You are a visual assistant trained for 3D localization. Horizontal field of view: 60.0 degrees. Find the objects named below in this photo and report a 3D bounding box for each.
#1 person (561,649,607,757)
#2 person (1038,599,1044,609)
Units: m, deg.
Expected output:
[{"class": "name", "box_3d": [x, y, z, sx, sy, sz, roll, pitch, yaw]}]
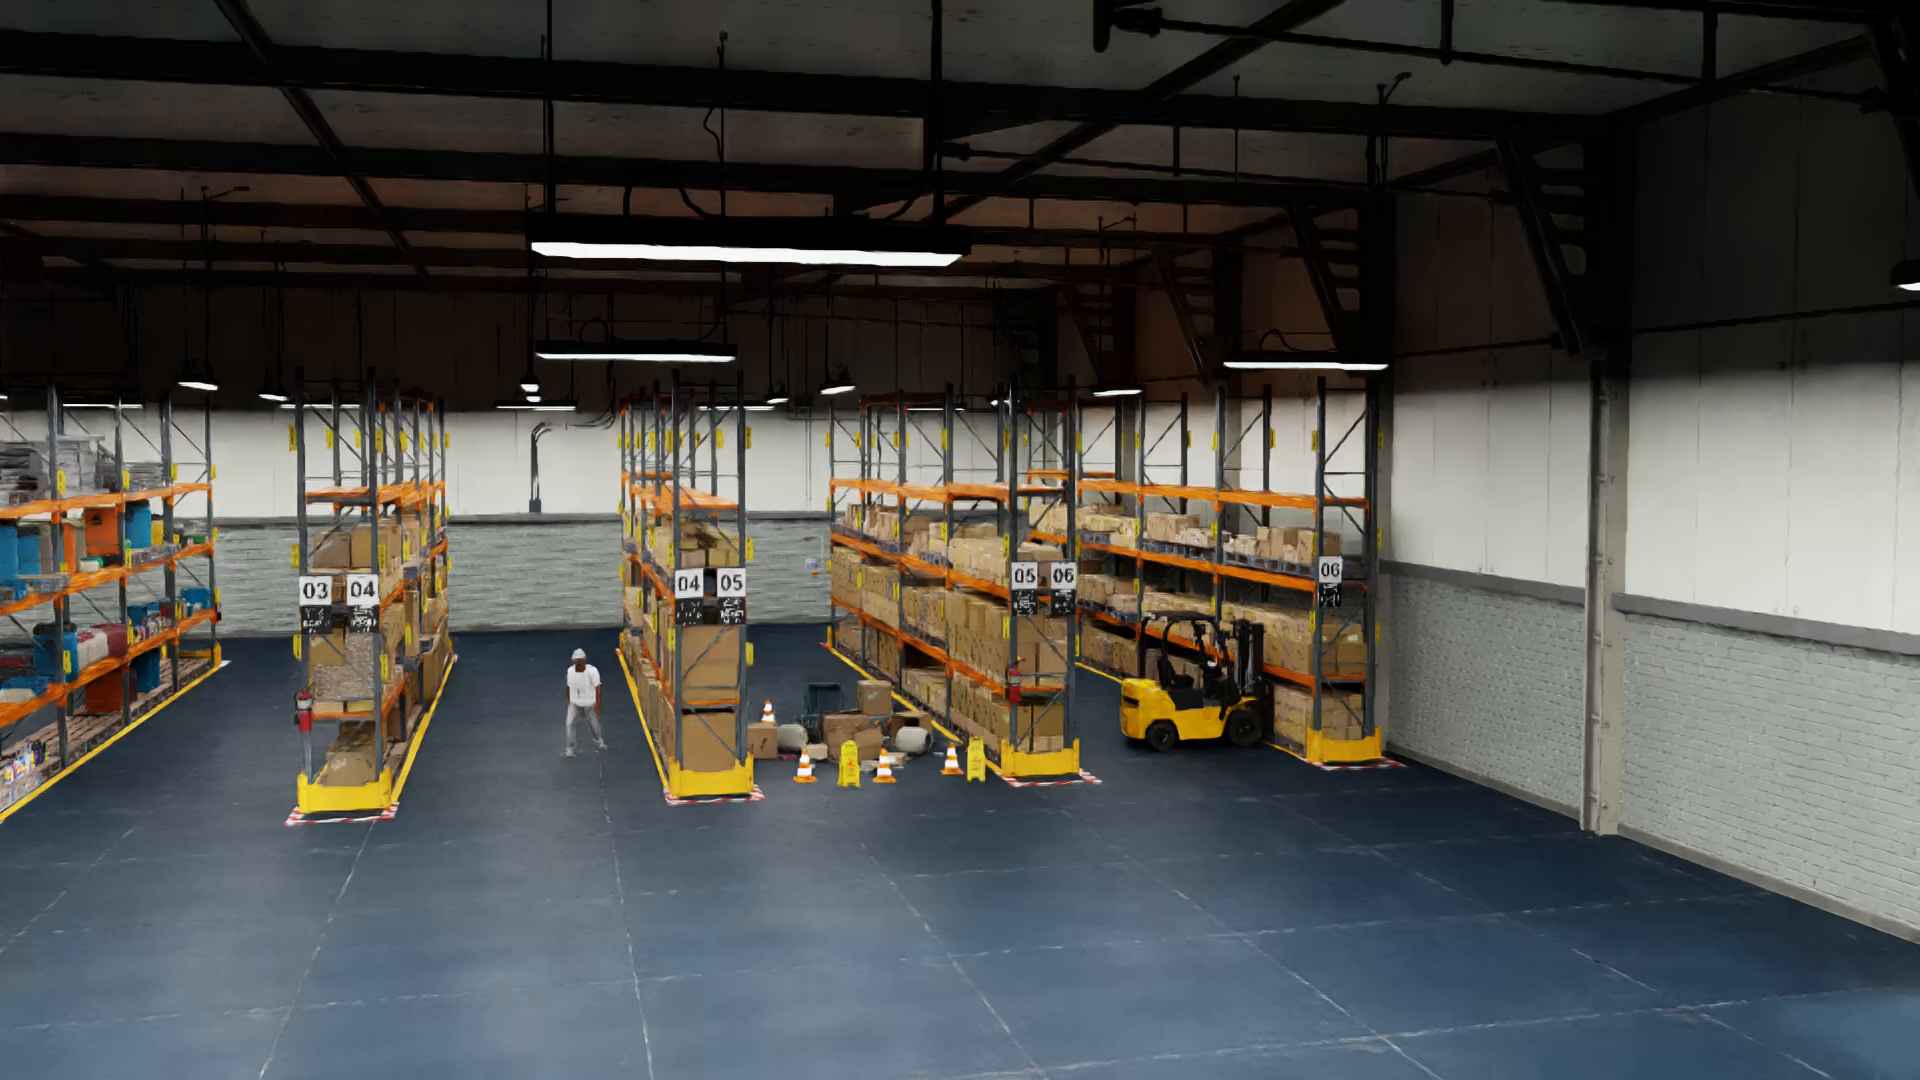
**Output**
[{"class": "person", "box_3d": [-5.984, 2.573, 26.483, 0.582, 1.712, 0.971, 0, 3, 7]}, {"class": "person", "box_3d": [1.990, 1.585, 43.097, 0.621, 1.601, 0.494, -3, 4, -40]}]
